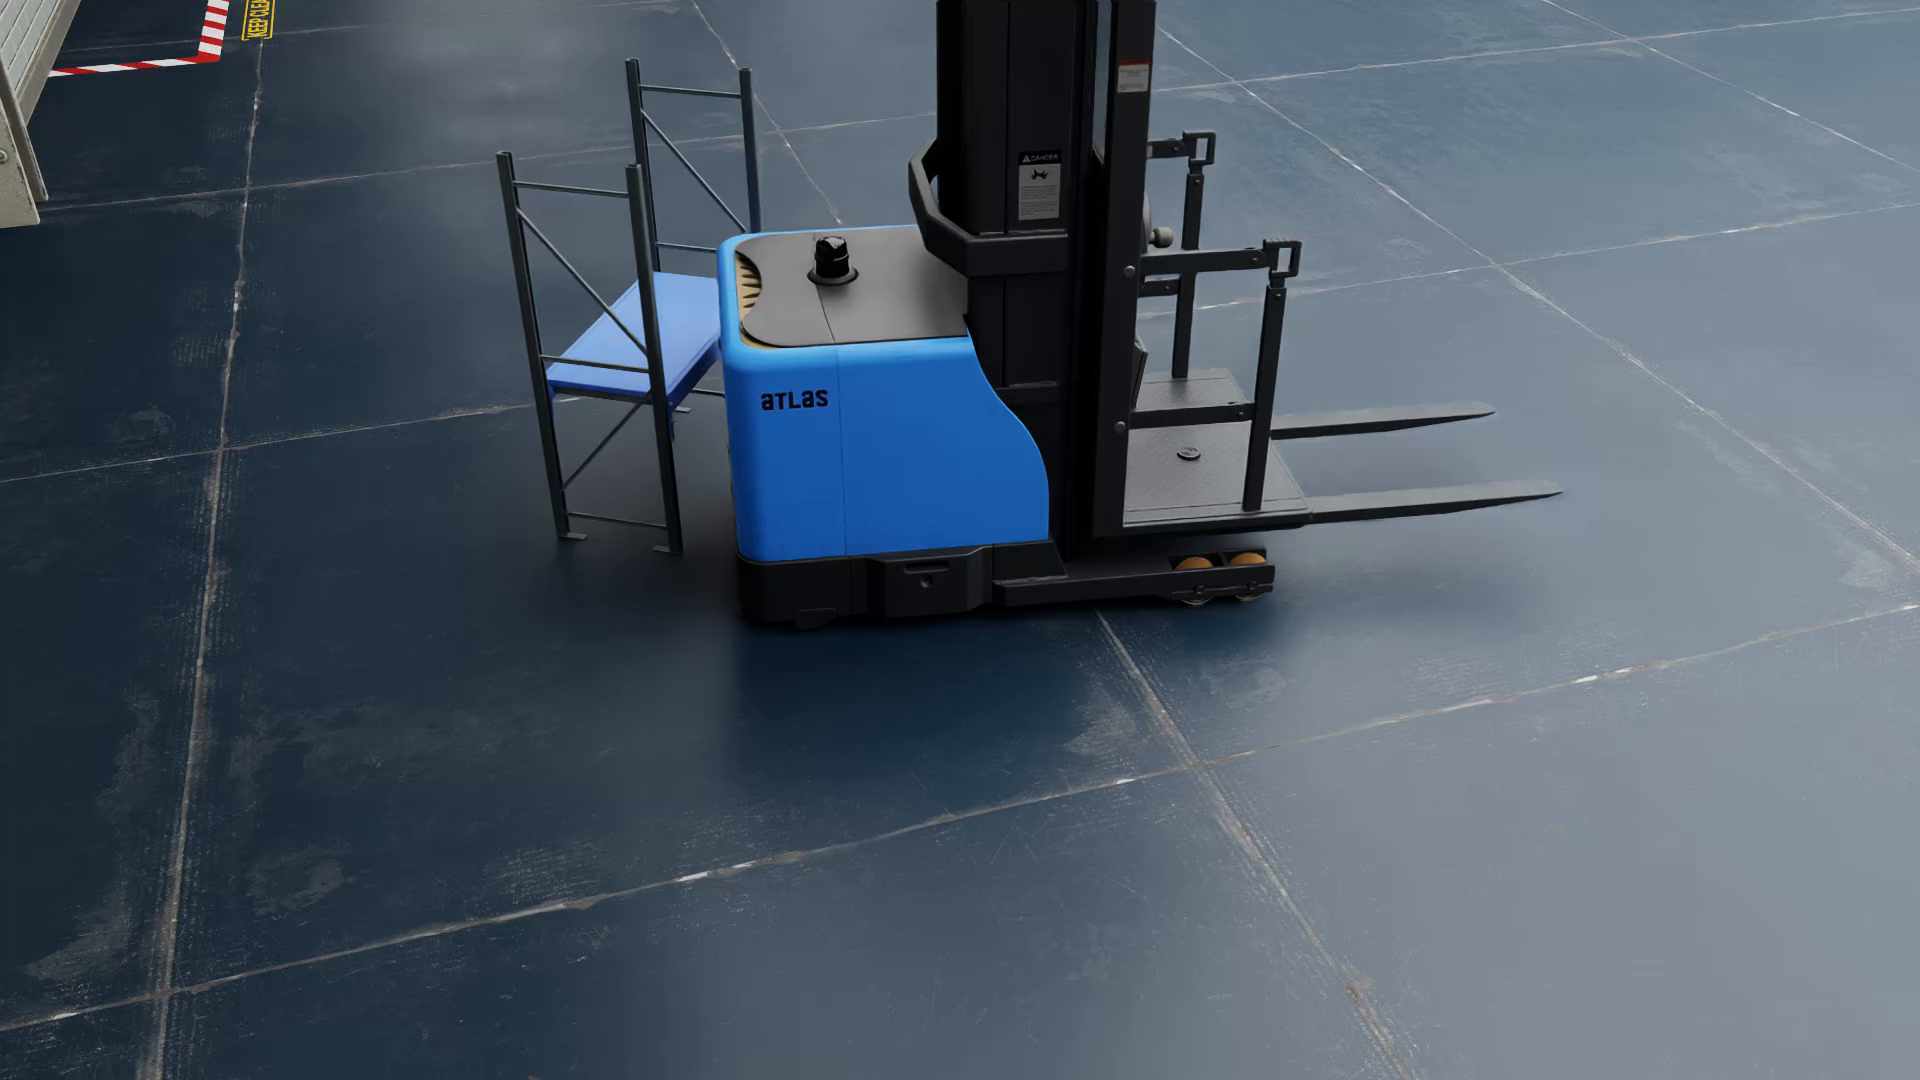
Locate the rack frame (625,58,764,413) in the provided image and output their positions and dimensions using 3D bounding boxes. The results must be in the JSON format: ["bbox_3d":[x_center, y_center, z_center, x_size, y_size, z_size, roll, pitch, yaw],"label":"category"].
[{"bbox_3d":[-1.017,-1.153,6.635,0.500,1.500,0.032,8,34,12],"label":"rack frame"}]

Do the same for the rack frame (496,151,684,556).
[{"bbox_3d":[-1.274,-0.611,5.814,0.500,1.500,0.032,8,34,12],"label":"rack frame"}]

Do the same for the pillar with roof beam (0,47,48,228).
[{"bbox_3d":[-0.969,-6.224,7.507,9.100,9.000,0.400,-10,35,-15],"label":"pillar with roof beam"}]

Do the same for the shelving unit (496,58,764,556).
[{"bbox_3d":[-1.145,-0.882,6.224,0.538,1.500,1.048,8,34,12],"label":"shelving unit"}]

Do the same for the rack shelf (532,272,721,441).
[{"bbox_3d":[-1.145,-0.732,6.323,0.538,0.185,1.000,8,34,12],"label":"rack shelf"}]

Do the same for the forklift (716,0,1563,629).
[{"bbox_3d":[0.676,-1.279,5.527,3.031,2.935,1.130,-5,34,-7],"label":"forklift"}]
